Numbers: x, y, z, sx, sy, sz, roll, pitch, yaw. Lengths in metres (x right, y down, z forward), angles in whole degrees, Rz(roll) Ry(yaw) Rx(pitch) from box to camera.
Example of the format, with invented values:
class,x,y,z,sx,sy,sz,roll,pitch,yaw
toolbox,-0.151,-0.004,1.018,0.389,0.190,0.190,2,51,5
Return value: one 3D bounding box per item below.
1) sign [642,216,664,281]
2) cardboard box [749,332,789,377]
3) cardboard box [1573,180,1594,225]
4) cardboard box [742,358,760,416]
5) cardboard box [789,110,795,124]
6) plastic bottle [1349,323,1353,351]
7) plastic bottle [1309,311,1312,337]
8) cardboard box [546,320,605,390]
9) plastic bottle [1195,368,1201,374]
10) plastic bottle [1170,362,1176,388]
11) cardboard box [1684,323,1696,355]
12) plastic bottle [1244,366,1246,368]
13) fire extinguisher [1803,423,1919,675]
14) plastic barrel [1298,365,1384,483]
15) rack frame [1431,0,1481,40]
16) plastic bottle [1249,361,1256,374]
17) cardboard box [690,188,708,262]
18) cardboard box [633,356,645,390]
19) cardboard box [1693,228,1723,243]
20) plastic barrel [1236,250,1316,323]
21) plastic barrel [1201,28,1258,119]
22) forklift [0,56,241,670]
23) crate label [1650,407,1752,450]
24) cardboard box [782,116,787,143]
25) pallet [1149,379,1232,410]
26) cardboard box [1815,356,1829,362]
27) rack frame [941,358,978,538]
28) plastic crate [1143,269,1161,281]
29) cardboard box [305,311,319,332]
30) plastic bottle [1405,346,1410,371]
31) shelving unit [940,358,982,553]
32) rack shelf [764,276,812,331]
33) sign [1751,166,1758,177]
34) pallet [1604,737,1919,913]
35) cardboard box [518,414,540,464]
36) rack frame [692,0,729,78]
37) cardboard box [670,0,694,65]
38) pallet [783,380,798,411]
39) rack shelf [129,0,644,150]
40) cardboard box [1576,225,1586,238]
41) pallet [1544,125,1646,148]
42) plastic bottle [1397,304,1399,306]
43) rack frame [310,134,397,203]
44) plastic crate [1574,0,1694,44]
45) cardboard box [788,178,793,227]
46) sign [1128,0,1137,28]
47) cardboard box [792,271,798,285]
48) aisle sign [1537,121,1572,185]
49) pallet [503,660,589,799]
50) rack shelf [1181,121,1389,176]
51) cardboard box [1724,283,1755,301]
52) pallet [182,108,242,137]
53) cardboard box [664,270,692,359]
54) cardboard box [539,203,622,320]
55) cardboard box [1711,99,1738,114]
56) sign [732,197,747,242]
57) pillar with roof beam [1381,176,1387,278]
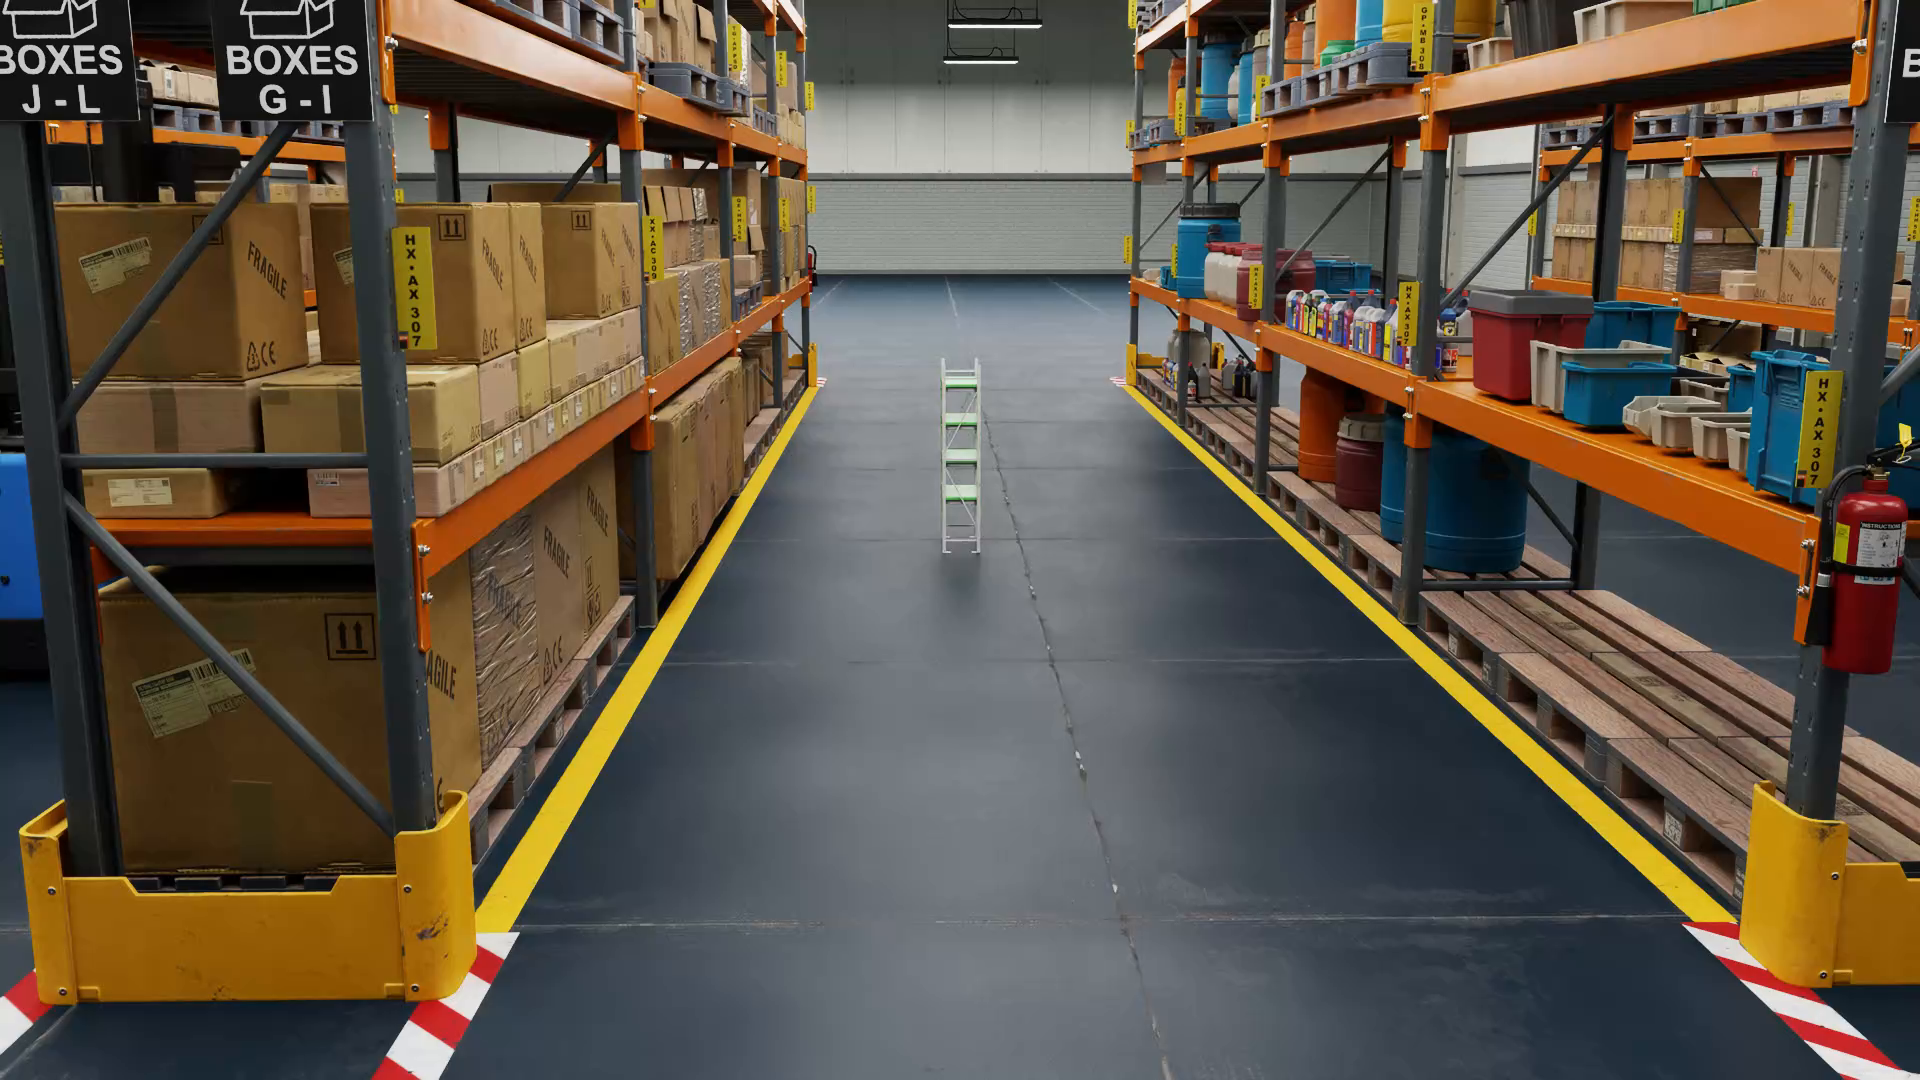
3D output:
class,x,y,z,sx,sy,sz,roll,pitch,yaw
sign,-1.548,-1.472,8.392,0.100,0.325,0.005,0,11,-1
cardboard box,-2.308,-2.129,19.240,0.500,0.500,0.500,3,12,14
cardboard box,7.568,-3.908,19.264,0.700,0.500,0.500,-1,11,-3
cardboard box,-2.277,-1.465,15.914,0.700,0.500,0.500,-1,12,-6
cardboard box,-2.013,-4.671,18.367,0.380,0.149,0.250,-1,11,-4
plastic bottle,2.463,-1.275,10.297,0.097,0.201,0.097,0,11,0
plastic bottle,2.440,-1.495,11.383,0.097,0.201,0.097,0,11,0
cardboard box,-1.807,-0.787,7.024,0.500,0.250,0.500,0,11,0
plastic bottle,2.526,-1.668,17.480,0.152,0.276,0.135,0,11,-1
plastic bottle,2.341,-1.800,18.143,0.097,0.271,0.097,0,11,0
cardboard box,7.410,-2.053,17.606,0.500,0.500,0.500,0,11,-1
plastic bottle,3.038,-1.724,17.767,0.097,0.271,0.097,0,11,0
fire extinguisher,2.481,0.021,4.542,0.296,0.674,0.183,0,11,-1
plastic barrel,2.794,-0.866,12.188,0.600,0.830,0.708,0,11,-1
rack frame,2.849,-3.966,7.977,1.000,3.000,0.127,0,11,-1
plastic bottle,3.082,-1.696,17.431,0.144,0.351,0.185,0,11,0
cardboard box,-2.186,-2.196,11.566,0.797,0.503,0.637,0,11,1
cardboard box,-1.769,-0.823,8.206,0.380,0.149,0.250,0,11,-1
cardboard box,7.417,-3.056,16.696,0.380,0.149,0.250,0,11,-1
plastic barrel,2.454,-1.979,12.928,0.600,0.536,0.708,0,11,-1
plastic barrel,2.771,-4.736,16.999,0.600,0.901,0.708,0,11,-1
forklift,-4.496,-1.063,8.929,1.130,2.935,3.031,0,11,-2
crate label,2.712,-0.406,6.026,0.396,0.136,0.243,0,11,-1
cardboard box,-2.037,-4.188,16.993,0.500,0.250,0.500,0,11,-2
pallet,2.684,-1.627,18.546,1.003,0.211,1.213,0,11,-1
cardboard box,7.949,-1.586,15.784,0.500,0.311,0.500,0,11,0
rack frame,-0.002,-0.604,11.017,0.240,1.200,0.015,0,11,-1
plastic crate,2.298,-3.103,19.474,0.298,0.136,0.250,0,11,-1
cardboard box,-7.172,-1.886,17.097,0.875,0.875,0.875,0,11,0
plastic bottle,2.488,-1.029,9.086,0.097,0.201,0.097,0,11,0
shelving unit,0.003,-0.555,10.778,0.258,1.200,0.503,0,11,-1
rack shelf,-2.309,-2.641,18.343,1.077,0.370,4.000,0,11,-1
sign,13.348,-6.139,27.944,0.001,0.298,0.199,0,11,-1
pallet,2.954,0.971,5.740,1.003,0.211,1.213,0,11,-1
cardboard box,-1.720,-0.364,5.940,0.380,0.149,0.250,0,11,-2
rack frame,-2.185,-4.741,11.796,1.000,3.000,0.127,0,11,-1
cardboard box,-1.995,-3.234,10.602,0.500,0.500,0.500,0,11,2
pallet,-2.345,-1.606,18.444,1.003,0.211,1.213,0,11,-1
rack shelf,-2.061,-1.726,6.287,1.077,0.370,4.000,0,11,-1
cardboard box,7.362,-3.567,19.214,0.380,0.149,0.250,0,11,-2
pallet,7.543,-4.717,19.445,1.003,0.211,1.213,0,11,-1
plastic bottle,3.186,-1.622,12.011,0.097,0.201,0.097,0,11,0
rack frame,-7.311,-3.391,20.229,1.000,3.000,0.127,0,11,-1
plastic crate,2.641,-1.982,6.401,0.437,0.136,0.530,0,11,-1
cardboard box,-2.045,-3.570,17.598,0.500,0.500,0.500,0,11,-1
sign,2.051,-6.248,19.749,0.100,0.325,0.005,0,11,-1
cardboard box,-2.002,-2.915,18.513,0.380,0.149,0.250,0,11,-1
aisle sign,7.246,-4.717,20.227,0.394,0.787,0.004,0,11,-1
pallet,-2.137,0.755,6.805,1.003,0.211,1.213,0,11,-1
rack shelf,2.725,-3.336,14.225,1.077,0.370,4.000,0,11,-1
cardboard box,7.450,-2.336,15.661,0.380,0.149,0.250,0,11,-1
pallet,-7.161,-3.790,15.134,0.805,0.209,1.217,-1,11,-3
cardboard box,-1.883,-1.347,9.902,0.500,0.500,0.500,0,11,-2
cardboard box,-1.819,-1.256,7.448,0.500,0.500,0.500,0,11,-1
cardboard box,7.890,-4.531,16.644,0.500,0.500,0.500,1,11,4
sign,-1.630,-2.371,12.292,0.100,0.325,0.005,0,11,-1
pillar with roof beam,8.462,-12.203,48.574,9.100,9.000,0.548,0,11,-1
